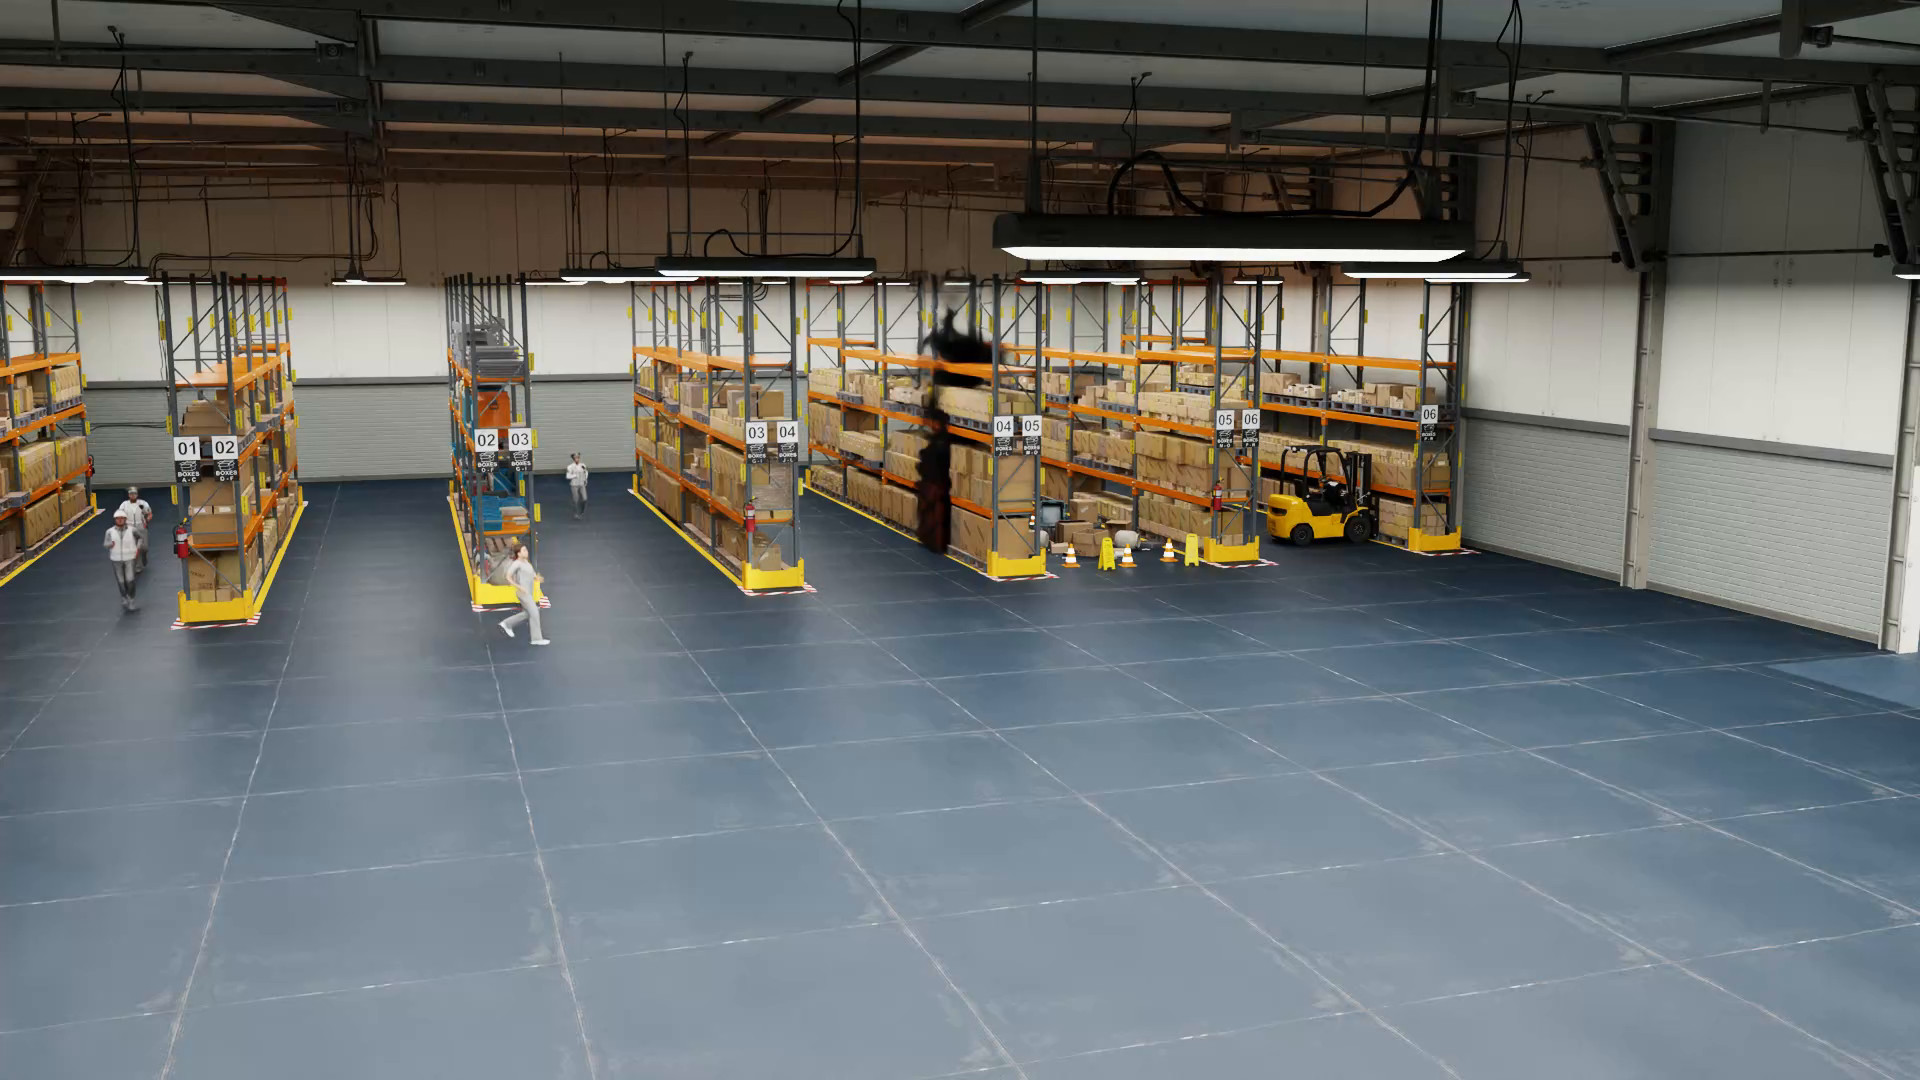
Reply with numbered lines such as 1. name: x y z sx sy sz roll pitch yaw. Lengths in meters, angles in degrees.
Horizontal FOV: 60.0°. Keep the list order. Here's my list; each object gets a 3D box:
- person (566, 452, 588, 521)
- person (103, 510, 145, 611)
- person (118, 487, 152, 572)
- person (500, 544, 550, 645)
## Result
1. person: -9.460 -1.323 41.267 0.595 1.719 0.657 -4 10 -27
2. person: -14.972 0.374 29.784 0.637 1.814 0.711 -3 9 -17
3. person: -16.788 -0.229 33.847 0.664 1.728 0.645 -4 10 -27
4. person: -7.064 0.871 26.857 0.867 1.641 0.577 1 9 10
